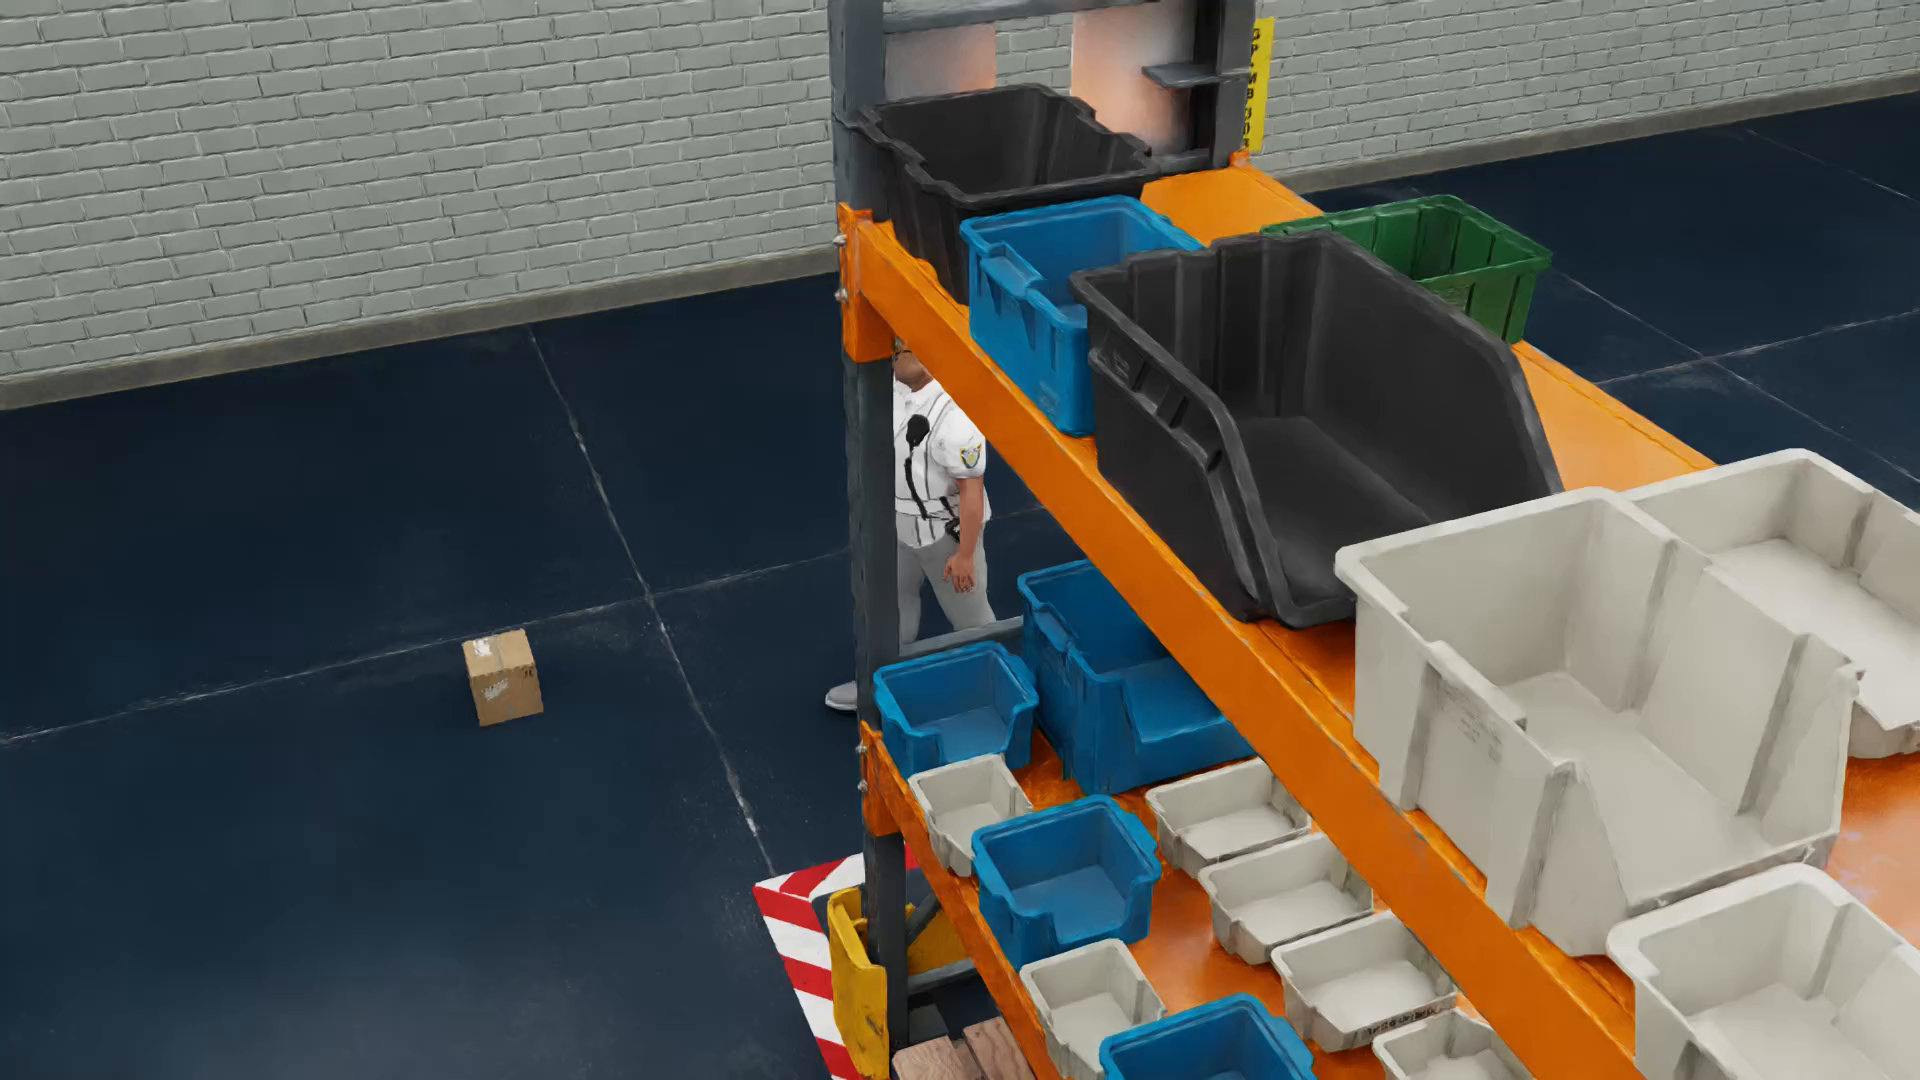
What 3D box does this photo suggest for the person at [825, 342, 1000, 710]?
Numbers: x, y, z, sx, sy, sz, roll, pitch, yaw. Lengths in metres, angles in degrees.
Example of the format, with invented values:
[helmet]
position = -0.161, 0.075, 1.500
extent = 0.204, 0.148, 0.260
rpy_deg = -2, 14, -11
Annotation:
[person]
position = -0.175, -0.075, 6.218
extent = 0.633, 1.744, 0.672
rpy_deg = -22, 39, -30
